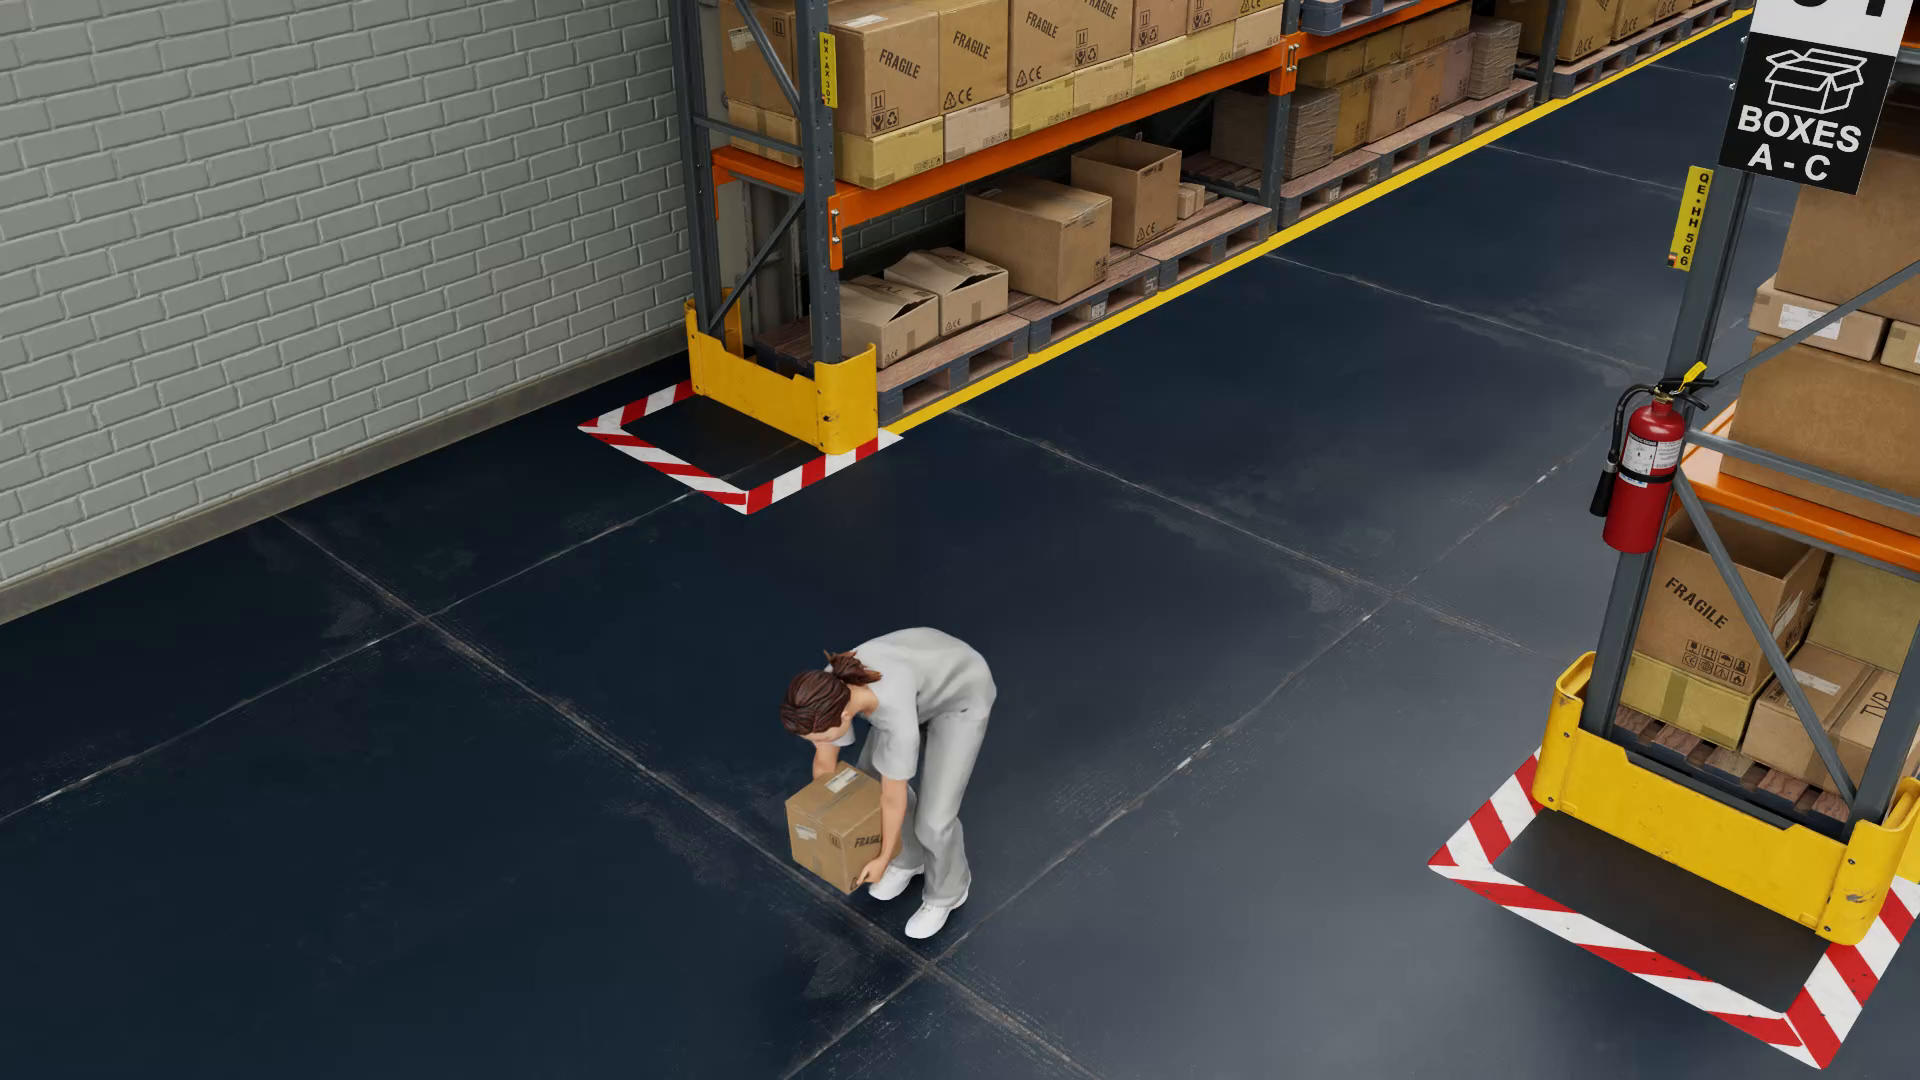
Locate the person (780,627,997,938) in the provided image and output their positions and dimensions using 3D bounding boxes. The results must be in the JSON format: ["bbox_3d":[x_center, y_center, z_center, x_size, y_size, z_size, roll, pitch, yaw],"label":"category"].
[{"bbox_3d":[-0.234,0.780,5.305,0.429,1.214,0.836,24,39,33],"label":"person"}]
